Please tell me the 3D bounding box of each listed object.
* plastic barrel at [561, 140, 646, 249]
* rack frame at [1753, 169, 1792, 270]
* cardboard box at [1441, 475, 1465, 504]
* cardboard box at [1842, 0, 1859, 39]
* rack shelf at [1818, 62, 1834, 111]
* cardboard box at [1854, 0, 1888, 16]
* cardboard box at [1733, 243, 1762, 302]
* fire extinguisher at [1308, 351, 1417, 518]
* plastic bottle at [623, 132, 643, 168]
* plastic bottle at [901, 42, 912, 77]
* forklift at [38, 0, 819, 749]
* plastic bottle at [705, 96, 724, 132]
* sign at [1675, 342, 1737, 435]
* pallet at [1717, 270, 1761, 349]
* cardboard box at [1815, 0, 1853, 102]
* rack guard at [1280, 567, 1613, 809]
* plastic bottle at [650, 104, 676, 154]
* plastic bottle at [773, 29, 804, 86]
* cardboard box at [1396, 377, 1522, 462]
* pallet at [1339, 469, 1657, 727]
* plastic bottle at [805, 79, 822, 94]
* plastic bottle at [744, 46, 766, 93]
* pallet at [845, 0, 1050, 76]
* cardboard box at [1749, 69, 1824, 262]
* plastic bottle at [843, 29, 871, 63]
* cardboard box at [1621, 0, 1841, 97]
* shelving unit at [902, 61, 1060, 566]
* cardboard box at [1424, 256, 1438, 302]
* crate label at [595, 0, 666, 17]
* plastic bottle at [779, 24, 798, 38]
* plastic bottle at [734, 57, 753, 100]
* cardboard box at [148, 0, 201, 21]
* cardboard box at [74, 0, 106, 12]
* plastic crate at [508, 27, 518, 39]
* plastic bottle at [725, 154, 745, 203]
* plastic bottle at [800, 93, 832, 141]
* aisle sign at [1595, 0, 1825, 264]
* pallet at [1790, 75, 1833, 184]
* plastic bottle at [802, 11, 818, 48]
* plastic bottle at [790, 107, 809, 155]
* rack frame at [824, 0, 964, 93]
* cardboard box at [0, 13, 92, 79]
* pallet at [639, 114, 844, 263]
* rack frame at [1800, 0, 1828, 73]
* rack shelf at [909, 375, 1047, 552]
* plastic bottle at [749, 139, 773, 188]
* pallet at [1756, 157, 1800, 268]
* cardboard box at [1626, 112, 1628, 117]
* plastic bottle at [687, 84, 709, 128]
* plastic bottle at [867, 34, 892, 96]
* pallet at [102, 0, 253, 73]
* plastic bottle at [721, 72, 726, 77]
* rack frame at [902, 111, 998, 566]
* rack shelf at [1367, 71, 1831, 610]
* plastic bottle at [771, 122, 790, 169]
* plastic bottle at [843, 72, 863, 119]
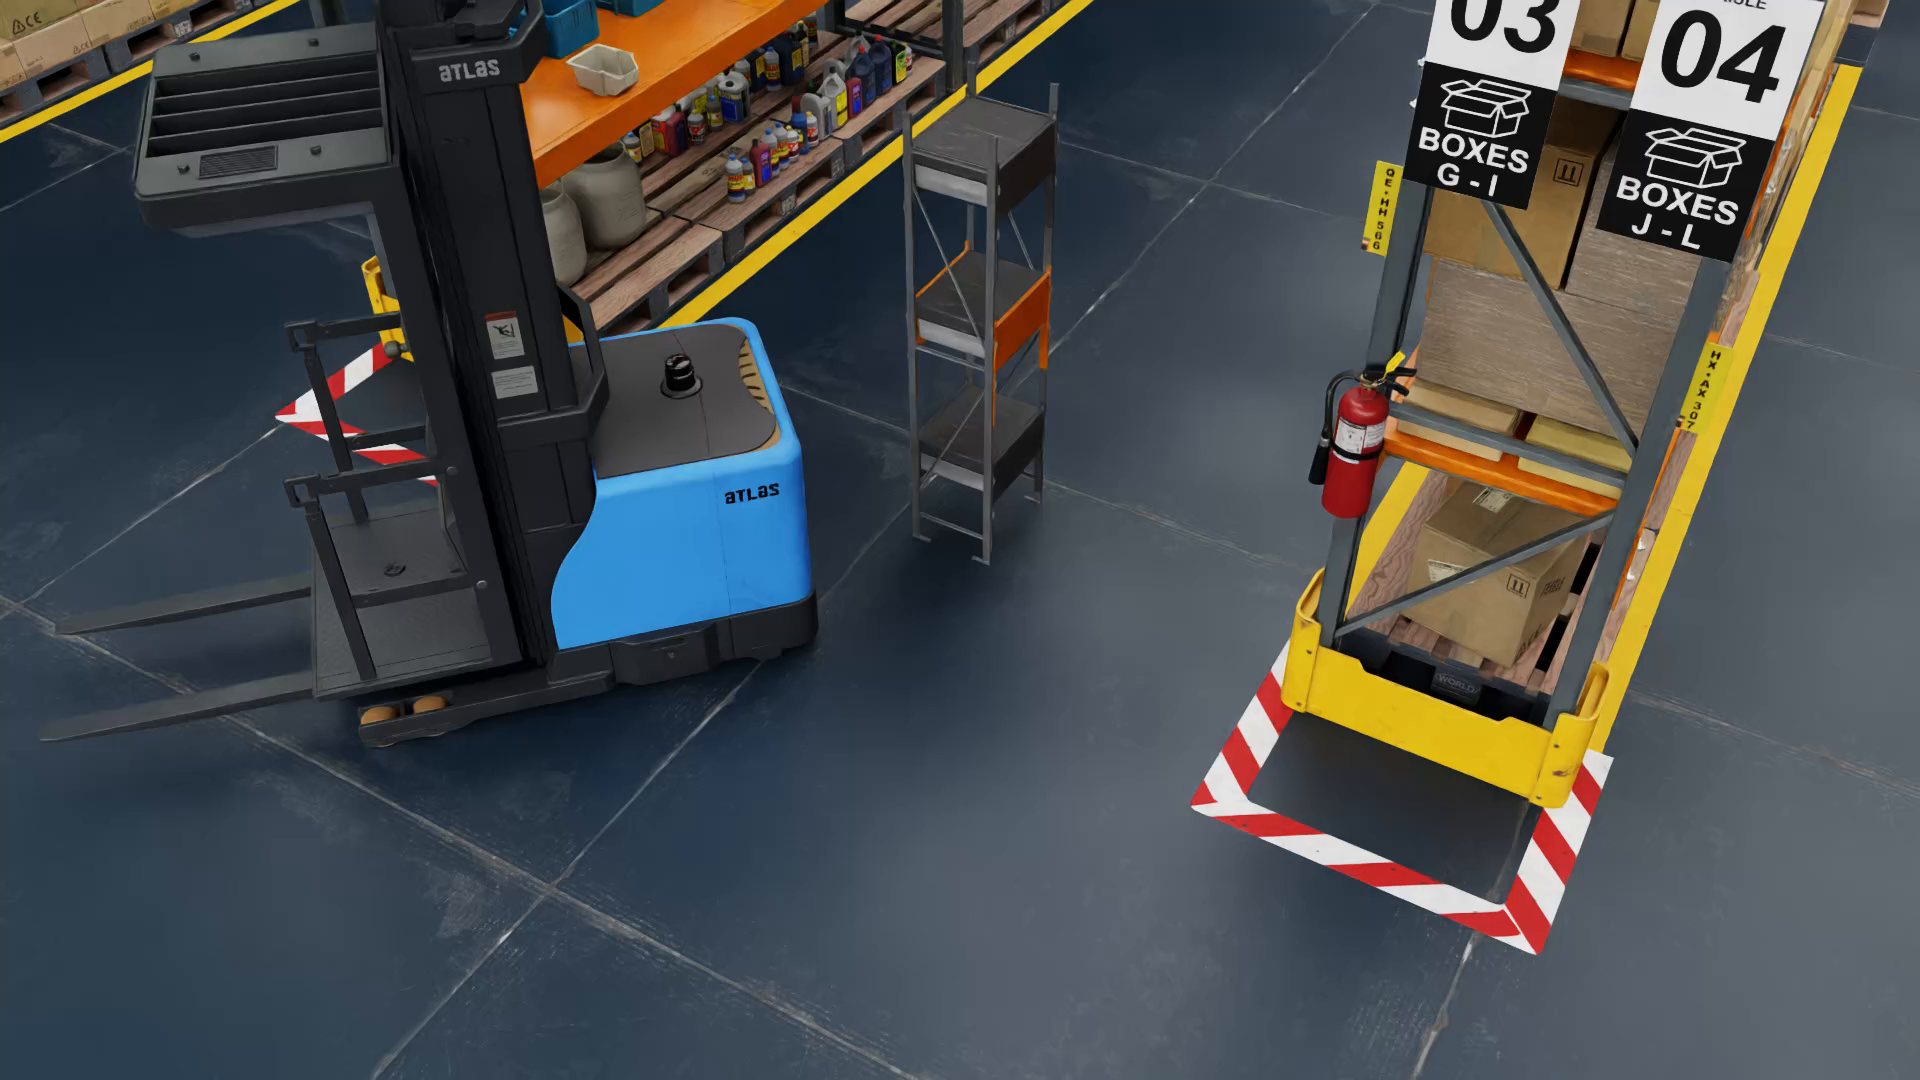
[{"bbox_3d":[-1.928,-1.875,8.989,0.421,0.512,0.421,0,41,0],"label":"plastic barrel"},{"bbox_3d":[3.848,-2.613,8.263,1.000,3.000,0.127,21,45,22],"label":"rack frame"},{"bbox_3d":[2.443,-0.249,7.152,0.500,0.500,0.500,-33,51,-32],"label":"cardboard box"},{"bbox_3d":[3.612,-2.502,7.080,0.500,0.500,0.500,21,45,22],"label":"cardboard box"},{"bbox_3d":[4.849,-3.487,9.800,1.077,0.370,4.000,21,45,22],"label":"rack shelf"},{"bbox_3d":[4.367,-3.404,8.390,1.000,1.000,1.000,21,46,22],"label":"cardboard box"},{"bbox_3d":[3.030,-1.140,6.781,0.380,0.149,0.250,21,45,22],"label":"cardboard box"},{"bbox_3d":[1.390,-0.382,5.788,0.296,0.674,0.183,21,45,22],"label":"fire extinguisher"},{"bbox_3d":[-1.903,-2.273,9.661,0.097,0.201,0.097,0,41,0],"label":"plastic bottle"},{"bbox_3d":[-0.352,-3.055,10.550,0.097,0.201,0.097,0,41,0],"label":"plastic bottle"},{"bbox_3d":[-2.172,-0.667,6.105,3.031,2.935,1.130,-11,43,-13],"label":"forklift"},{"bbox_3d":[-1.477,-2.569,9.997,0.097,0.201,0.097,0,41,0],"label":"plastic bottle"},{"bbox_3d":[2.316,-0.470,5.174,0.100,0.325,0.005,21,45,22],"label":"sign"},{"bbox_3d":[3.542,-1.170,8.735,1.003,0.211,1.213,21,45,22],"label":"pallet"},{"bbox_3d":[3.108,-1.932,6.432,0.500,0.500,0.500,21,45,22],"label":"cardboard box"},{"bbox_3d":[1.884,0.571,6.539,1.175,0.500,0.348,21,45,22],"label":"rack guard"},{"bbox_3d":[-1.753,-2.436,9.790,0.152,0.276,0.135,21,46,22],"label":"plastic bottle"},{"bbox_3d":[-1.079,-3.050,10.430,0.144,0.351,0.185,21,45,22],"label":"plastic bottle"},{"bbox_3d":[1.810,-0.461,6.010,0.380,0.149,0.250,21,45,22],"label":"cardboard box"},{"bbox_3d":[2.321,0.226,7.149,1.003,0.211,1.213,21,45,22],"label":"pallet"},{"bbox_3d":[-0.872,-2.657,10.036,0.061,0.283,0.133,21,45,22],"label":"plastic bottle"},{"bbox_3d":[-1.298,-2.989,10.362,0.144,0.351,0.185,19,45,20],"label":"plastic bottle"},{"bbox_3d":[-0.081,-3.667,11.569,1.003,0.211,1.213,21,45,22],"label":"pallet"},{"bbox_3d":[2.614,-1.357,5.779,0.500,0.500,0.500,21,45,22],"label":"cardboard box"},{"bbox_3d":[-0.638,-3.006,10.380,0.144,0.351,0.185,21,45,22],"label":"plastic bottle"},{"bbox_3d":[2.311,-1.584,4.938,0.500,0.250,0.500,22,46,23],"label":"cardboard box"},{"bbox_3d":[0.083,-0.883,6.979,0.431,2.100,0.503,21,45,22],"label":"shelving unit"},{"bbox_3d":[2.292,-1.105,6.250,0.875,0.500,0.500,21,45,22],"label":"cardboard box"},{"bbox_3d":[-1.755,-3.118,8.810,0.502,0.435,0.616,21,45,22],"label":"crate label"},{"bbox_3d":[-1.117,-3.162,10.615,0.152,0.276,0.135,23,46,24],"label":"plastic bottle"},{"bbox_3d":[-1.339,-2.863,10.278,0.097,0.271,0.097,0,41,0],"label":"plastic bottle"},{"bbox_3d":[-5.516,-3.819,11.395,0.500,0.250,0.500,21,45,22],"label":"cardboard box"},{"bbox_3d":[-5.780,-3.820,10.829,0.500,0.500,0.500,21,45,22],"label":"cardboard box"},{"bbox_3d":[-2.451,-2.292,8.011,0.499,0.251,0.616,21,45,22],"label":"plastic crate"},{"bbox_3d":[-1.265,-2.038,9.341,0.097,0.271,0.097,0,41,0],"label":"plastic bottle"},{"bbox_3d":[-0.856,-2.544,9.912,0.152,0.276,0.135,22,46,23],"label":"plastic bottle"},{"bbox_3d":[2.075,-1.165,4.652,0.394,0.787,0.004,21,45,22],"label":"aisle sign"},{"bbox_3d":[4.846,-2.713,10.487,1.003,0.211,1.213,21,45,22],"label":"pallet"},{"bbox_3d":[-0.979,-3.355,10.837,0.097,0.271,0.097,0,41,0],"label":"plastic bottle"},{"bbox_3d":[-0.942,-2.407,9.761,0.097,0.271,0.097,0,41,0],"label":"plastic bottle"},{"bbox_3d":[-0.440,-4.251,10.123,1.000,3.000,0.127,21,45,22],"label":"rack frame"},{"bbox_3d":[-6.021,-3.249,10.748,0.500,0.250,0.500,21,45,22],"label":"cardboard box"},{"bbox_3d":[-1.422,-2.133,9.828,1.003,0.211,1.213,21,45,22],"label":"pallet"},{"bbox_3d":[1.846,-2.576,3.681,1.000,3.000,0.127,21,45,22],"label":"rack frame"},{"bbox_3d":[0.083,-0.347,7.451,0.431,0.518,0.480,21,45,22],"label":"rack shelf"},{"bbox_3d":[-1.136,-2.166,9.478,0.061,0.283,0.133,22,46,23],"label":"plastic bottle"},{"bbox_3d":[4.236,-2.012,9.691,1.003,0.211,1.213,21,45,22],"label":"pallet"},{"bbox_3d":[2.153,-1.533,5.979,0.500,0.500,0.500,21,45,22],"label":"cardboard box"},{"bbox_3d":[-1.604,-2.640,9.965,0.144,0.351,0.185,23,46,24],"label":"plastic bottle"},{"bbox_3d":[-0.513,-2.958,10.326,0.144,0.351,0.185,20,45,21],"label":"plastic bottle"},{"bbox_3d":[-5.771,-3.703,11.610,1.003,0.211,1.213,21,45,22],"label":"pallet"},{"bbox_3d":[-1.460,-2.779,10.236,0.097,0.201,0.097,0,41,0],"label":"plastic bottle"},{"bbox_3d":[-0.039,-0.743,6.821,0.400,2.100,0.015,21,45,22],"label":"rack frame"},{"bbox_3d":[2.847,-1.199,7.201,1.077,0.370,4.000,21,45,22],"label":"rack shelf"},{"bbox_3d":[-1.043,-2.291,9.629,0.097,0.271,0.097,0,41,0],"label":"plastic bottle"},{"bbox_3d":[-0.655,-2.716,10.102,0.061,0.283,0.133,24,47,25],"label":"plastic bottle"}]
